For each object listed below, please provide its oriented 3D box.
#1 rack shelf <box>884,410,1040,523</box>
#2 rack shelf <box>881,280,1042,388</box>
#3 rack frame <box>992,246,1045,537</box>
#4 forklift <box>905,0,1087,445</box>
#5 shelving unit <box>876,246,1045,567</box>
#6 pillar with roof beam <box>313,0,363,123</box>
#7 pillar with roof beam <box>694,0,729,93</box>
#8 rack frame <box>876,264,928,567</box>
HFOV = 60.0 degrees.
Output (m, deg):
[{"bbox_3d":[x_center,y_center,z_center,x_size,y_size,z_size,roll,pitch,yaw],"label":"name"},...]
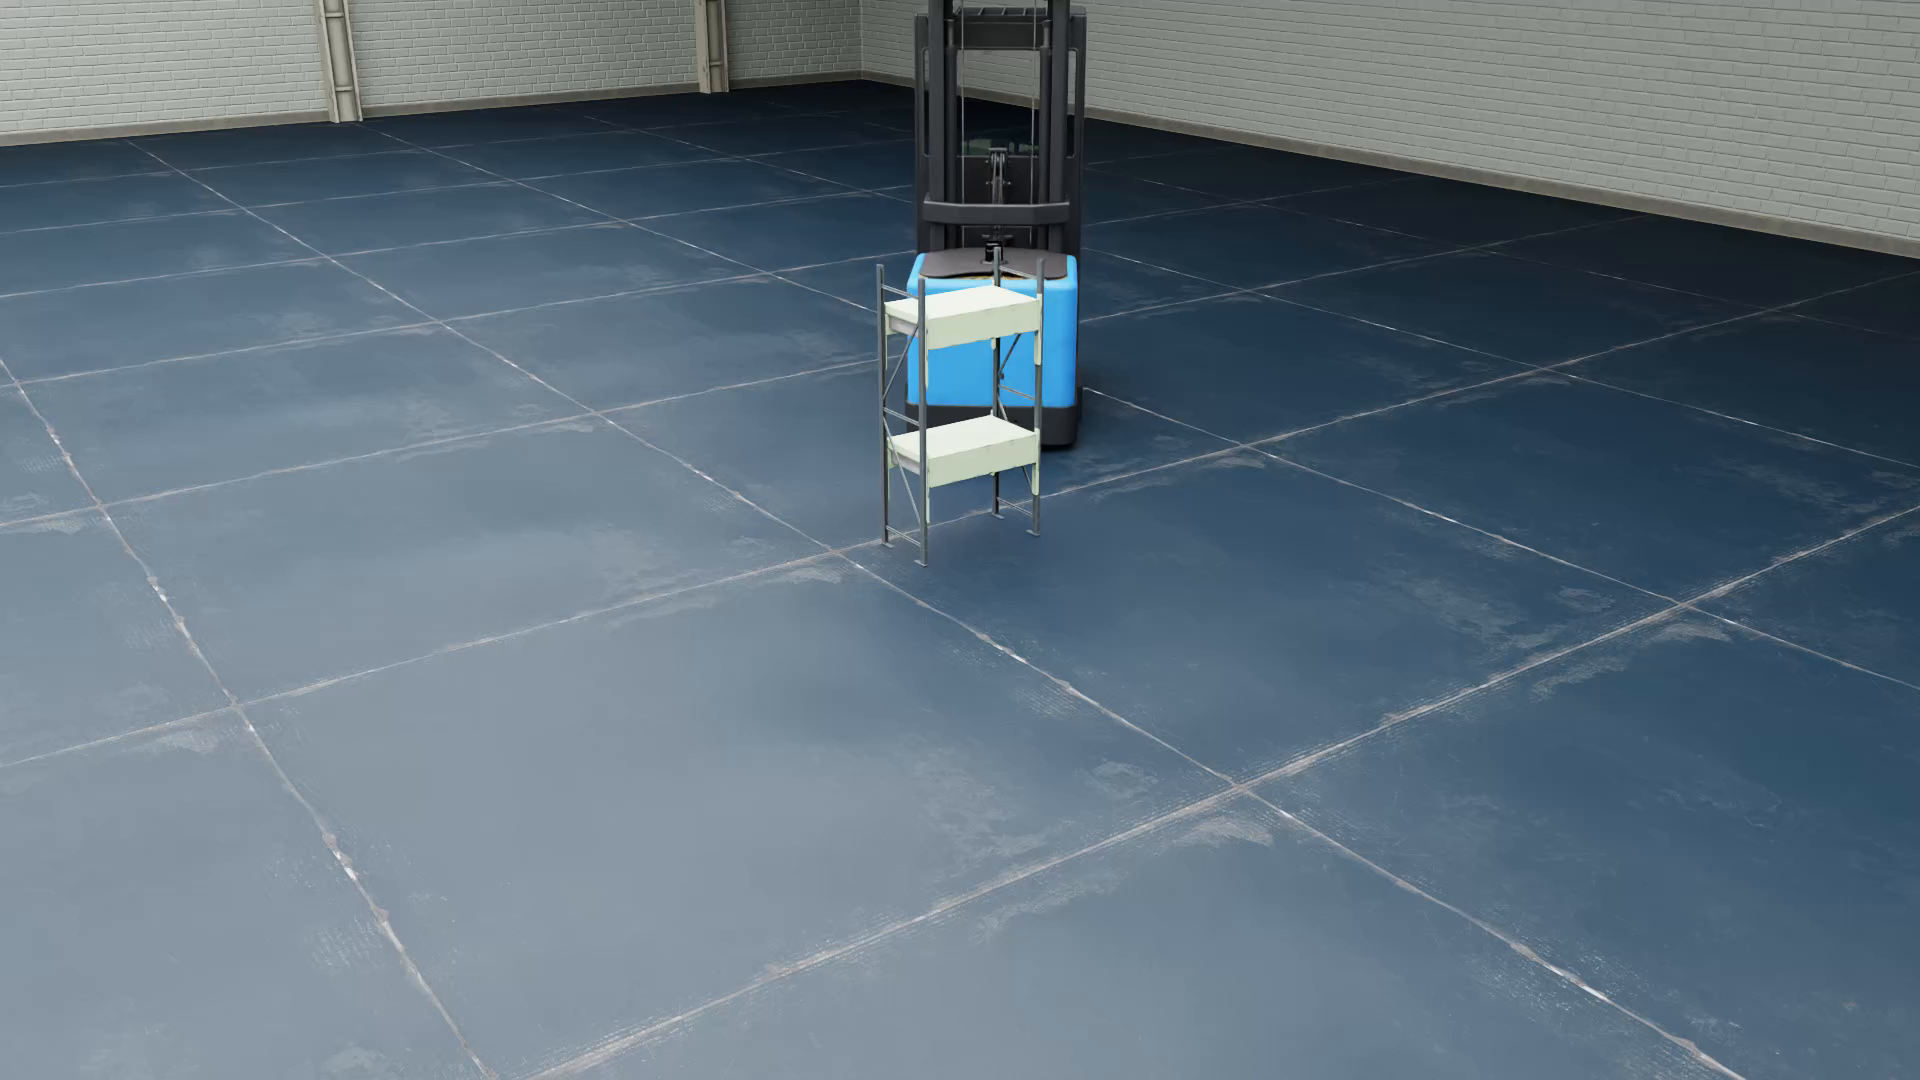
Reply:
[{"bbox_3d":[0.005,-0.395,8.743,0.720,0.370,0.431,-15,26,-33],"label":"rack shelf"},{"bbox_3d":[0.005,-1.061,8.477,0.720,0.370,0.431,-15,26,-33],"label":"rack shelf"},{"bbox_3d":[0.303,-0.777,8.821,0.023,1.500,0.400,-15,26,-33],"label":"rack frame"},{"bbox_3d":[0.268,-2.443,11.064,1.130,2.935,3.031,1,22,3],"label":"forklift"},{"bbox_3d":[0.005,-0.698,8.622,0.755,1.500,0.431,-15,26,-33],"label":"shelving unit"},{"bbox_3d":[-6.411,-8.984,19.268,0.400,9.000,9.100,-15,26,-33],"label":"pillar with roof beam"},{"bbox_3d":[-1.541,-10.282,22.523,0.400,9.000,9.100,-15,26,-33],"label":"pillar with roof beam"},{"bbox_3d":[-0.292,-0.619,8.424,0.023,1.500,0.400,-15,26,-33],"label":"rack frame"}]
